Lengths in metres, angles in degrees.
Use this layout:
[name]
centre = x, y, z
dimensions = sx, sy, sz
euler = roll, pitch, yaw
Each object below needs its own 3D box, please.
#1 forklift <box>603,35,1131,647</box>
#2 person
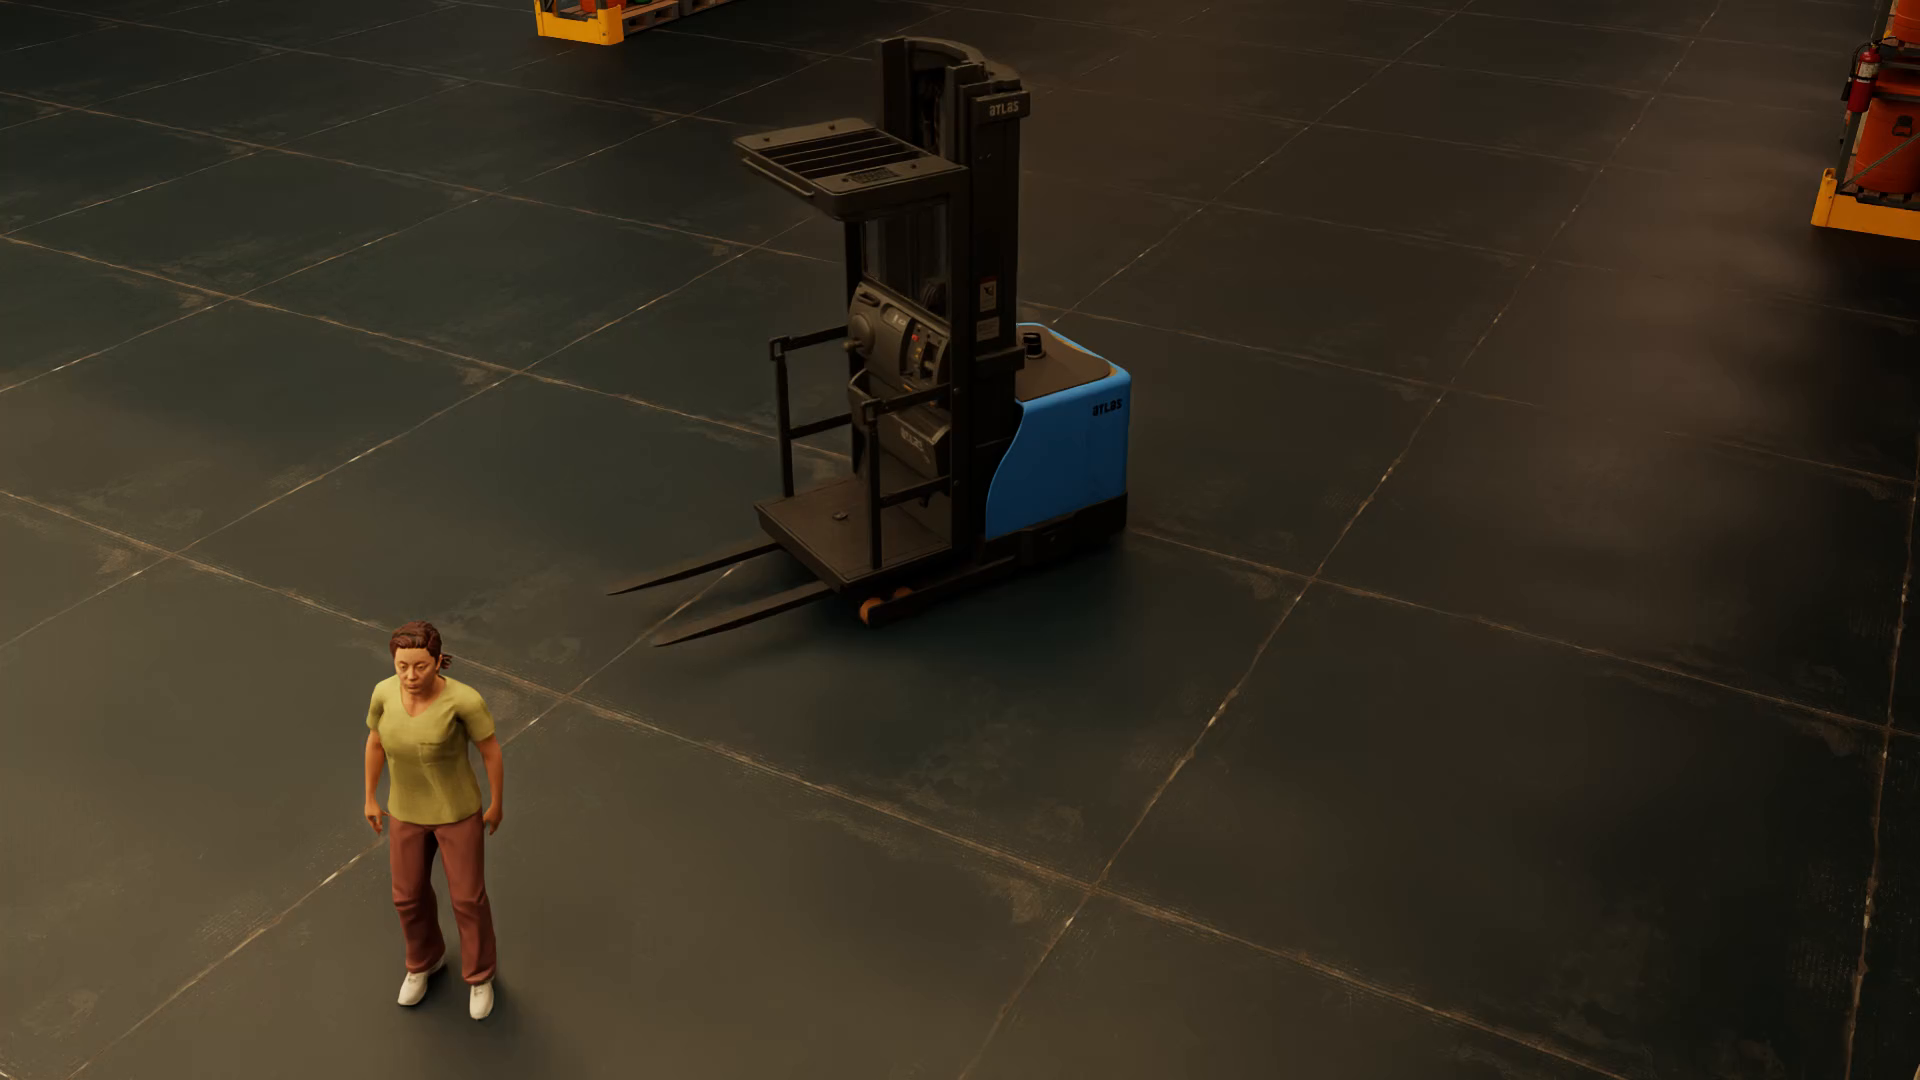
[forklift]
centre = -0.511, -1.086, 8.953
dimensions = 3.031, 2.935, 1.130
euler = -19, 35, -29
[person]
centre = -2.049, 1.085, 6.468
dimensions = 0.538, 1.690, 0.479
euler = 3, 30, 4
